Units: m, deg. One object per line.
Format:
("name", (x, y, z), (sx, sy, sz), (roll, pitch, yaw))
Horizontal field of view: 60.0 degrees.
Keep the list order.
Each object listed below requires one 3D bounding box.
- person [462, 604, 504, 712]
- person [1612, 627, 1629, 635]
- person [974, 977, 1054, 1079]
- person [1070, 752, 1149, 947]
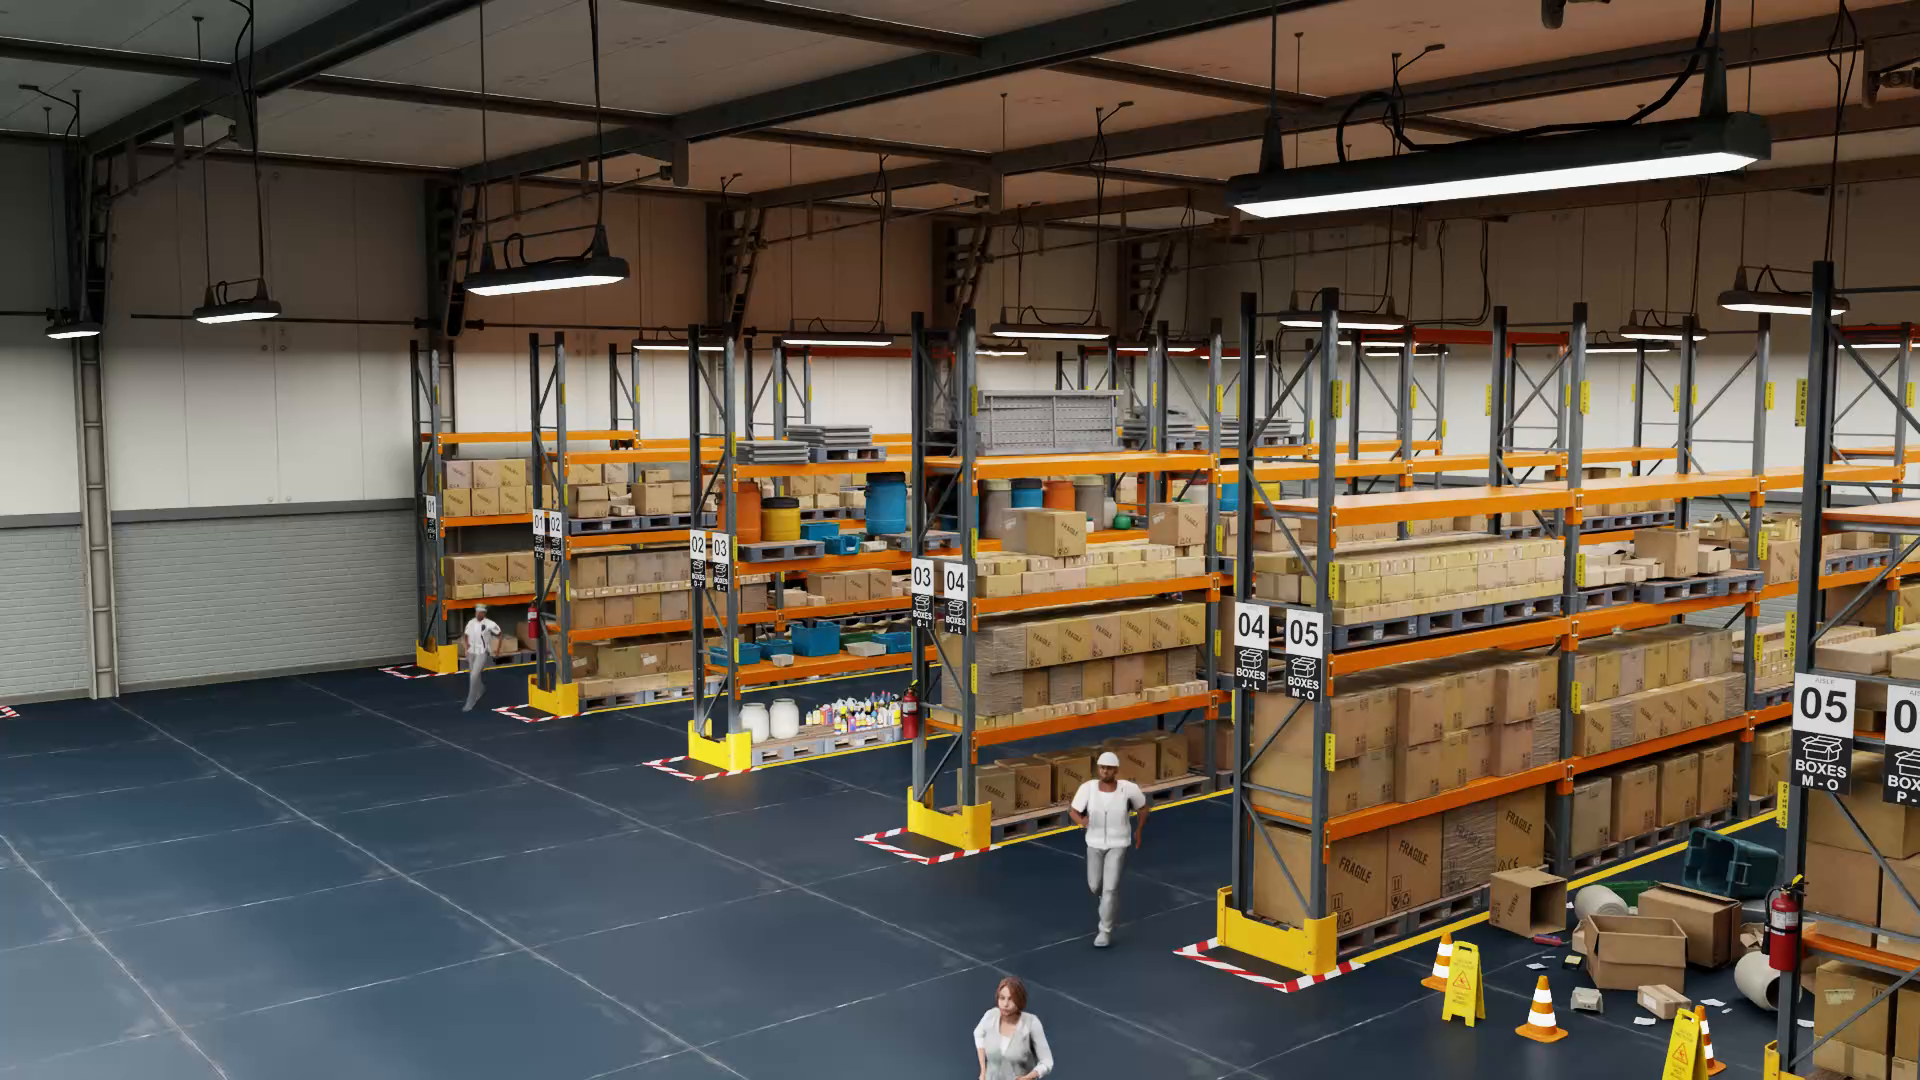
("person", (-7.720, 1.857, 26.741), (0.660, 1.713, 0.812), (1, 5, 15))
("person", (9.323, 2.116, 23.596), (1.140, 1.800, 0.630), (-5, 7, -42))
("person", (0.313, 3.441, 10.121), (0.524, 1.623, 0.704), (1, 5, 10))
("person", (1.383, 2.839, 15.580), (0.712, 1.747, 0.873), (2, 6, 16))
